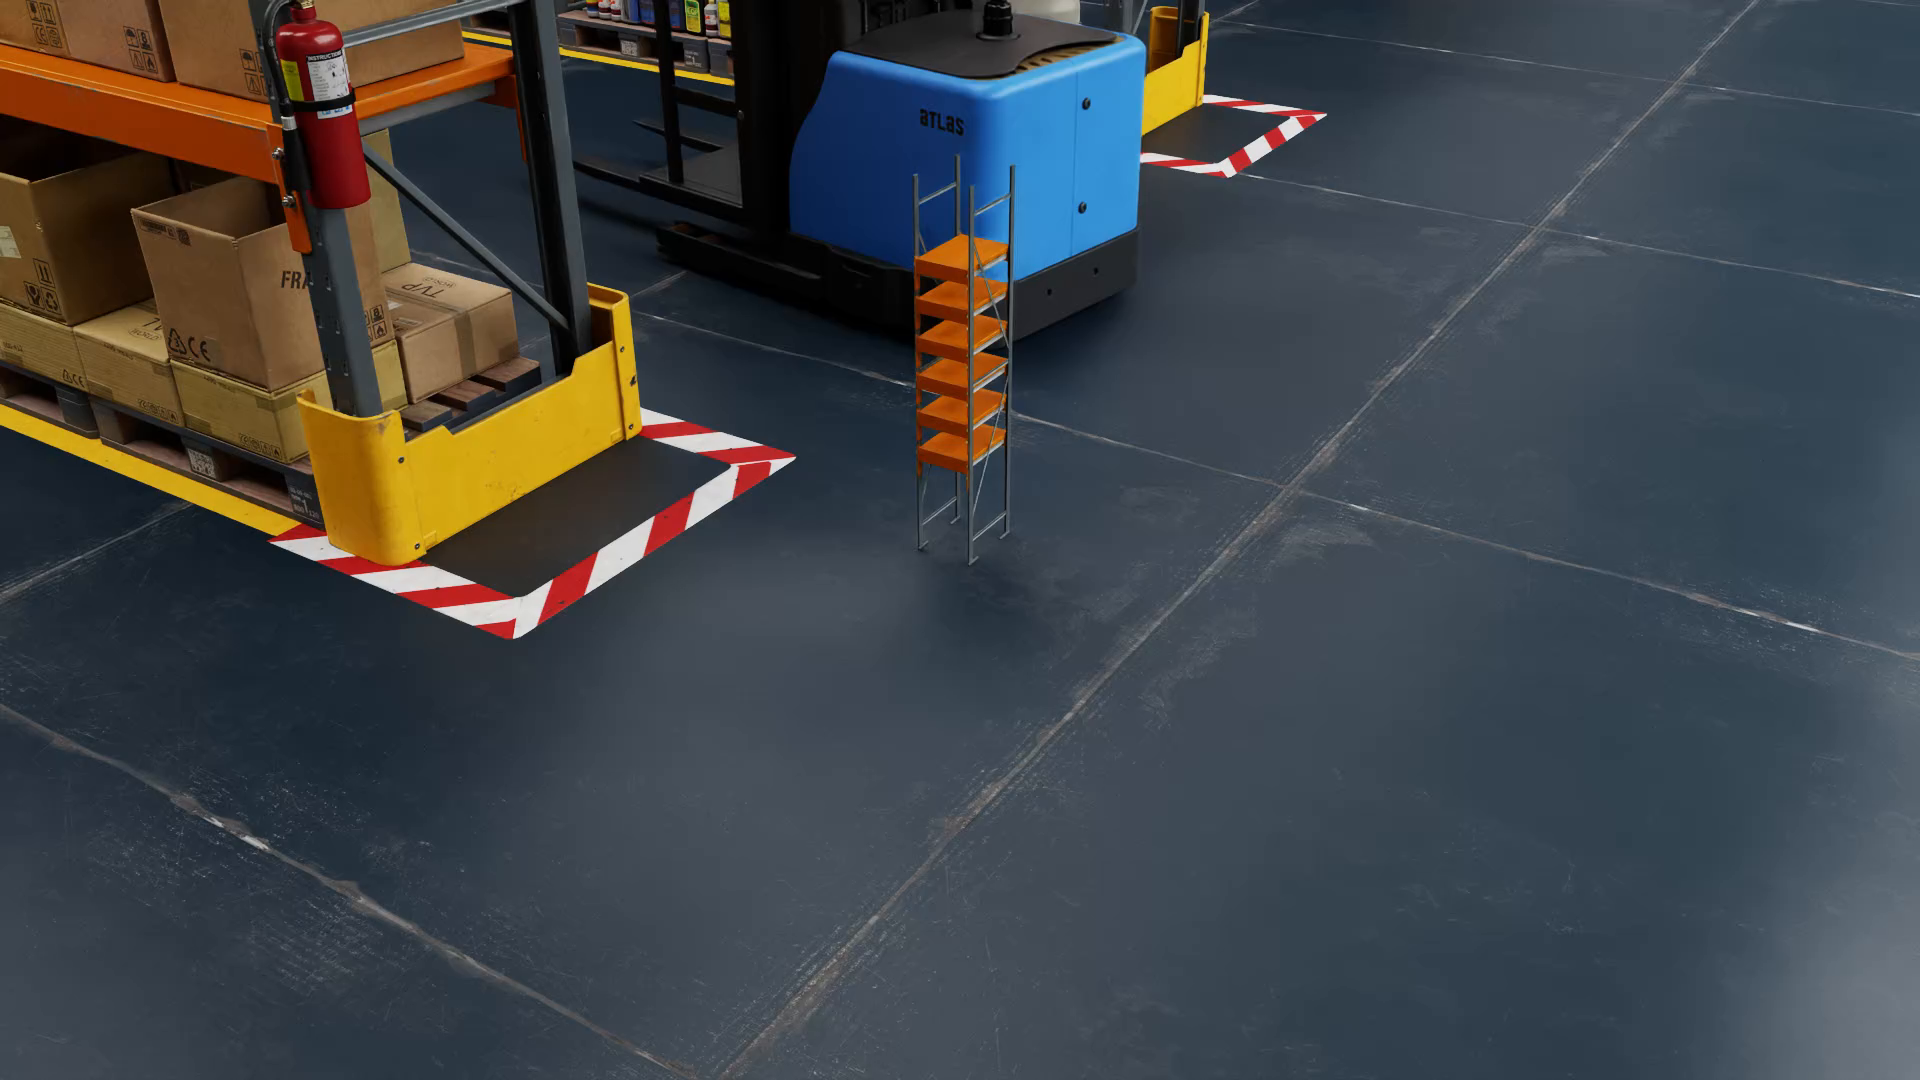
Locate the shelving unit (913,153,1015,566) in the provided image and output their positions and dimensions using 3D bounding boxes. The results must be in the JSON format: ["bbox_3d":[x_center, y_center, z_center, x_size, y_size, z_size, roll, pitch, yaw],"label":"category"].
[{"bbox_3d":[0.012,-0.514,4.941,0.189,1.200,0.258,18,35,27],"label":"shelving unit"}]

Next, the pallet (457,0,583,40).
[{"bbox_3d":[-3.022,-3.677,11.344,1.213,0.211,1.003,18,35,27],"label":"pallet"}]

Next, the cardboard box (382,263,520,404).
[{"bbox_3d":[-1.921,-0.736,5.846,0.500,0.250,0.500,18,35,27],"label":"cardboard box"}]

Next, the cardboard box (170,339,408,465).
[{"bbox_3d":[-2.196,-0.514,5.467,0.500,0.250,0.500,18,35,27],"label":"cardboard box"}]

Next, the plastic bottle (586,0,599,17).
[{"bbox_3d":[-2.299,-3.427,10.418,0.097,0.271,0.097,0,30,0],"label":"plastic bottle"}]

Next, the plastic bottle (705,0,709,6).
[{"bbox_3d":[-1.569,-3.232,10.084,0.097,0.271,0.097,0,30,0],"label":"plastic bottle"}]

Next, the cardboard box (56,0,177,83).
[{"bbox_3d":[-2.421,-1.816,5.286,0.500,0.500,0.700,19,35,29],"label":"cardboard box"}]

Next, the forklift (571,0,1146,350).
[{"bbox_3d":[-0.700,-2.604,6.804,3.031,2.935,1.130,24,38,34],"label":"forklift"}]

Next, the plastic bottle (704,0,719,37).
[{"bbox_3d":[-1.486,-3.139,9.995,0.097,0.201,0.097,0,30,0],"label":"plastic bottle"}]

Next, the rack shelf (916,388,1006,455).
[{"bbox_3d":[0.012,-0.372,5.024,0.180,0.103,0.258,18,35,27],"label":"rack shelf"}]

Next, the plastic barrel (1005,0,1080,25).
[{"bbox_3d":[0.454,-2.867,9.239,0.421,0.512,0.421,0,30,0],"label":"plastic barrel"}]

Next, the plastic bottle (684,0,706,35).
[{"bbox_3d":[-1.596,-3.199,10.015,0.133,0.283,0.061,19,35,29],"label":"plastic bottle"}]

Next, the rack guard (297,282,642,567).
[{"bbox_3d":[-1.565,-0.417,5.469,0.348,0.500,1.175,18,35,27],"label":"rack guard"}]

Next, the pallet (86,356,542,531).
[{"bbox_3d":[-2.255,-0.486,5.873,1.213,0.211,1.003,18,35,27],"label":"pallet"}]

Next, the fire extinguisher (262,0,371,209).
[{"bbox_3d":[-1.732,-1.240,4.475,0.183,0.674,0.296,18,35,27],"label":"fire extinguisher"}]

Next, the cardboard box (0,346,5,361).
[{"bbox_3d":[-3.473,-0.911,6.147,0.500,0.250,0.500,18,35,27],"label":"cardboard box"}]

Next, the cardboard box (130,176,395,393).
[{"bbox_3d":[-2.197,-0.837,5.277,0.500,0.500,0.500,18,35,27],"label":"cardboard box"}]

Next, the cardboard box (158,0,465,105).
[{"bbox_3d":[-1.974,-1.677,5.048,0.500,0.500,0.700,18,35,27],"label":"cardboard box"}]

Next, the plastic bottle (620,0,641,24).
[{"bbox_3d":[-2.011,-3.354,10.289,0.135,0.276,0.152,19,35,29],"label":"plastic bottle"}]

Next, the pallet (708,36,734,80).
[{"bbox_3d":[-0.752,-2.959,10.113,1.213,0.211,1.003,18,35,27],"label":"pallet"}]

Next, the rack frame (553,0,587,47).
[{"bbox_3d":[-2.336,-4.688,10.309,0.127,3.000,1.000,18,35,27],"label":"rack frame"}]

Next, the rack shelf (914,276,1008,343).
[{"bbox_3d":[0.012,-0.683,4.842,0.180,0.103,0.258,18,35,27],"label":"rack shelf"}]

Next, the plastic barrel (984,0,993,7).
[{"bbox_3d":[0.029,-3.001,9.470,0.421,0.512,0.421,0,30,0],"label":"plastic barrel"}]

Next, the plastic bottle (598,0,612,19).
[{"bbox_3d":[-2.213,-3.370,10.389,0.097,0.201,0.097,0,30,0],"label":"plastic bottle"}]

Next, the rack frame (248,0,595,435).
[{"bbox_3d":[-1.585,-1.503,4.850,0.127,3.000,1.000,18,35,27],"label":"rack frame"}]

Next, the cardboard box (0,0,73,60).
[{"bbox_3d":[-2.838,-1.951,5.518,0.500,0.500,0.700,18,35,28],"label":"cardboard box"}]

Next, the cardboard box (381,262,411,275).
[{"bbox_3d":[-2.346,-0.868,6.073,0.500,0.250,0.500,18,35,27],"label":"cardboard box"}]

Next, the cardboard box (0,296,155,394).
[{"bbox_3d":[-3.051,-0.776,5.916,0.500,0.250,0.500,18,35,27],"label":"cardboard box"}]

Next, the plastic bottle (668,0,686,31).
[{"bbox_3d":[-1.713,-3.290,10.104,0.185,0.351,0.144,16,34,25],"label":"plastic bottle"}]

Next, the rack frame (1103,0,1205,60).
[{"bbox_3d":[1.052,-3.616,8.472,0.127,3.000,1.000,18,35,27],"label":"rack frame"}]

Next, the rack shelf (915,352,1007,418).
[{"bbox_3d":[0.012,-0.476,4.963,0.180,0.103,0.258,18,35,27],"label":"rack shelf"}]

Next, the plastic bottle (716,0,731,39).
[{"bbox_3d":[-1.353,-3.176,9.909,0.185,0.351,0.144,17,34,27],"label":"plastic bottle"}]

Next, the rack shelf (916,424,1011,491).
[{"bbox_3d":[0.012,-0.269,5.084,0.180,0.103,0.258,18,35,27],"label":"rack shelf"}]

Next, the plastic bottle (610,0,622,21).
[{"bbox_3d":[-2.127,-3.342,10.343,0.097,0.201,0.097,0,30,0],"label":"plastic bottle"}]

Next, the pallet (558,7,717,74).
[{"bbox_3d":[-1.790,-3.286,10.673,1.213,0.211,1.003,18,35,27],"label":"pallet"}]

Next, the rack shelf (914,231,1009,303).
[{"bbox_3d":[0.012,-0.787,4.782,0.180,0.103,0.258,18,35,27],"label":"rack shelf"}]

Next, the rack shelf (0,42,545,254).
[{"bbox_3d":[-3.279,-1.728,5.950,4.000,0.370,1.077,18,35,27],"label":"rack shelf"}]

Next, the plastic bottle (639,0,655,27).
[{"bbox_3d":[-1.873,-3.340,10.191,0.185,0.351,0.144,19,35,29],"label":"plastic bottle"}]

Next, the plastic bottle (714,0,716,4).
[{"bbox_3d":[-1.533,-3.531,10.591,0.135,0.276,0.152,18,35,27],"label":"plastic bottle"}]

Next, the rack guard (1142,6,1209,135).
[{"bbox_3d":[0.962,-2.537,9.102,0.348,0.500,1.175,18,35,27],"label":"rack guard"}]

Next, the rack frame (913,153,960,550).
[{"bbox_3d":[-0.065,-0.539,4.983,0.006,1.200,0.240,18,35,27],"label":"rack frame"}]

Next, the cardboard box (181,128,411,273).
[{"bbox_3d":[-2.345,-1.193,5.885,0.500,0.500,0.500,18,35,27],"label":"cardboard box"}]

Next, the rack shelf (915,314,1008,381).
[{"bbox_3d":[0.012,-0.580,4.903,0.180,0.103,0.258,18,35,27],"label":"rack shelf"}]

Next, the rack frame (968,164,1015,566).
[{"bbox_3d":[0.090,-0.490,4.899,0.006,1.200,0.240,18,35,27],"label":"rack frame"}]

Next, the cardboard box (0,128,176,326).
[{"bbox_3d":[-3.052,-1.099,5.725,0.500,0.500,0.500,18,35,27],"label":"cardboard box"}]

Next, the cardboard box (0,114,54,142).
[{"bbox_3d":[-3.475,-1.234,5.956,0.500,0.500,0.500,18,35,27],"label":"cardboard box"}]

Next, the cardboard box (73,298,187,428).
[{"bbox_3d":[-2.626,-0.643,5.688,0.500,0.250,0.500,18,35,27],"label":"cardboard box"}]

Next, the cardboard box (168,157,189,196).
[{"bbox_3d":[-2.776,-1.321,6.105,0.500,0.500,0.500,18,35,27],"label":"cardboard box"}]

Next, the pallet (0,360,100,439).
[{"bbox_3d":[-3.284,-0.813,6.434,1.213,0.211,1.003,18,35,27],"label":"pallet"}]
